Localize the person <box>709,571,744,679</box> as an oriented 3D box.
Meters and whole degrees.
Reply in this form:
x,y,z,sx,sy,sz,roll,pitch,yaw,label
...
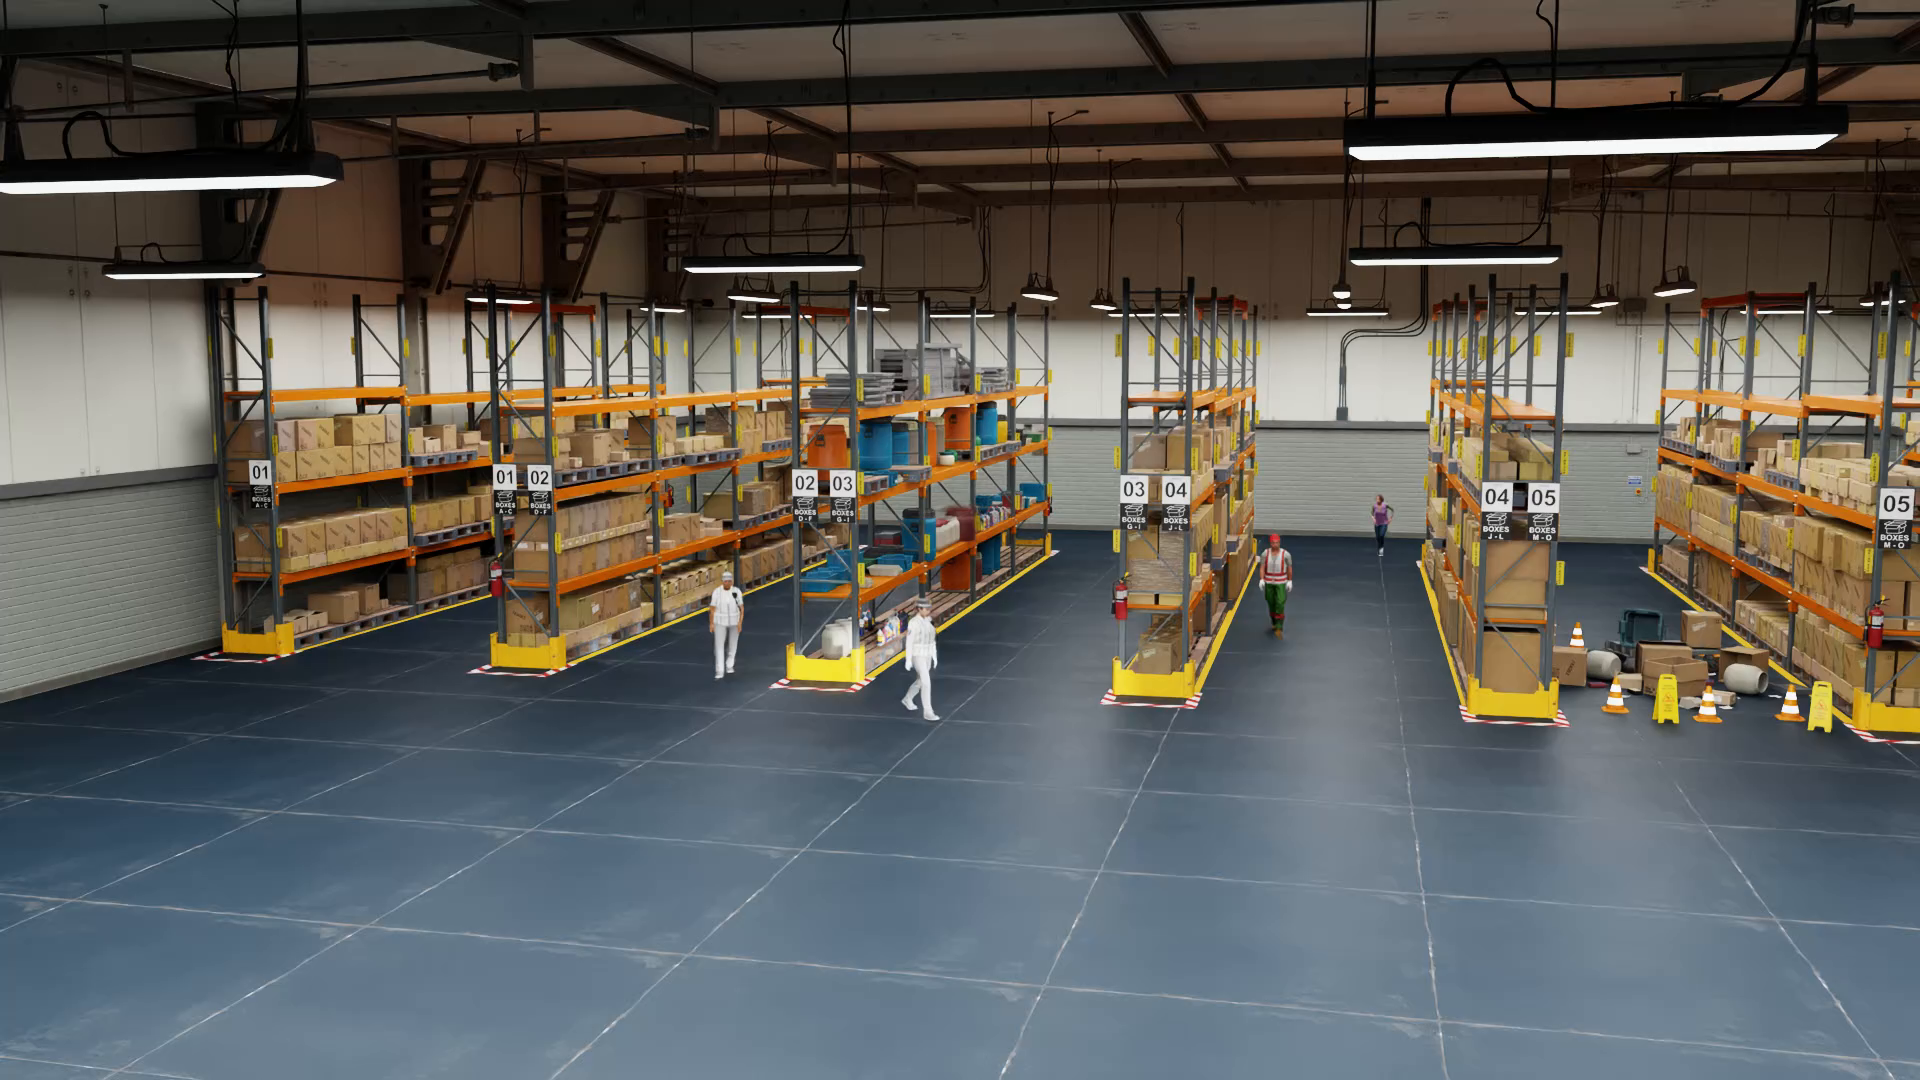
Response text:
x,y,z,sx,sy,sz,roll,pitch,yaw,label
-3.552,1.281,25.271,0.549,1.606,0.999,-2,7,-19,person

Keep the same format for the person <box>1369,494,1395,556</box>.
x,y,z,sx,sy,sz,roll,pitch,yaw,label
10.179,-0.317,40.114,0.578,1.404,0.789,3,7,24,person

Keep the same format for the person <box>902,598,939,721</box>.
x,y,z,sx,sy,sz,roll,pitch,yaw,label
-0.535,1.589,22.702,0.857,1.624,0.488,5,8,34,person

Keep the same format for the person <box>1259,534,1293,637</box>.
x,y,z,sx,sy,sz,roll,pitch,yaw,label
5.507,0.763,29.132,0.544,1.747,0.902,3,7,24,person
